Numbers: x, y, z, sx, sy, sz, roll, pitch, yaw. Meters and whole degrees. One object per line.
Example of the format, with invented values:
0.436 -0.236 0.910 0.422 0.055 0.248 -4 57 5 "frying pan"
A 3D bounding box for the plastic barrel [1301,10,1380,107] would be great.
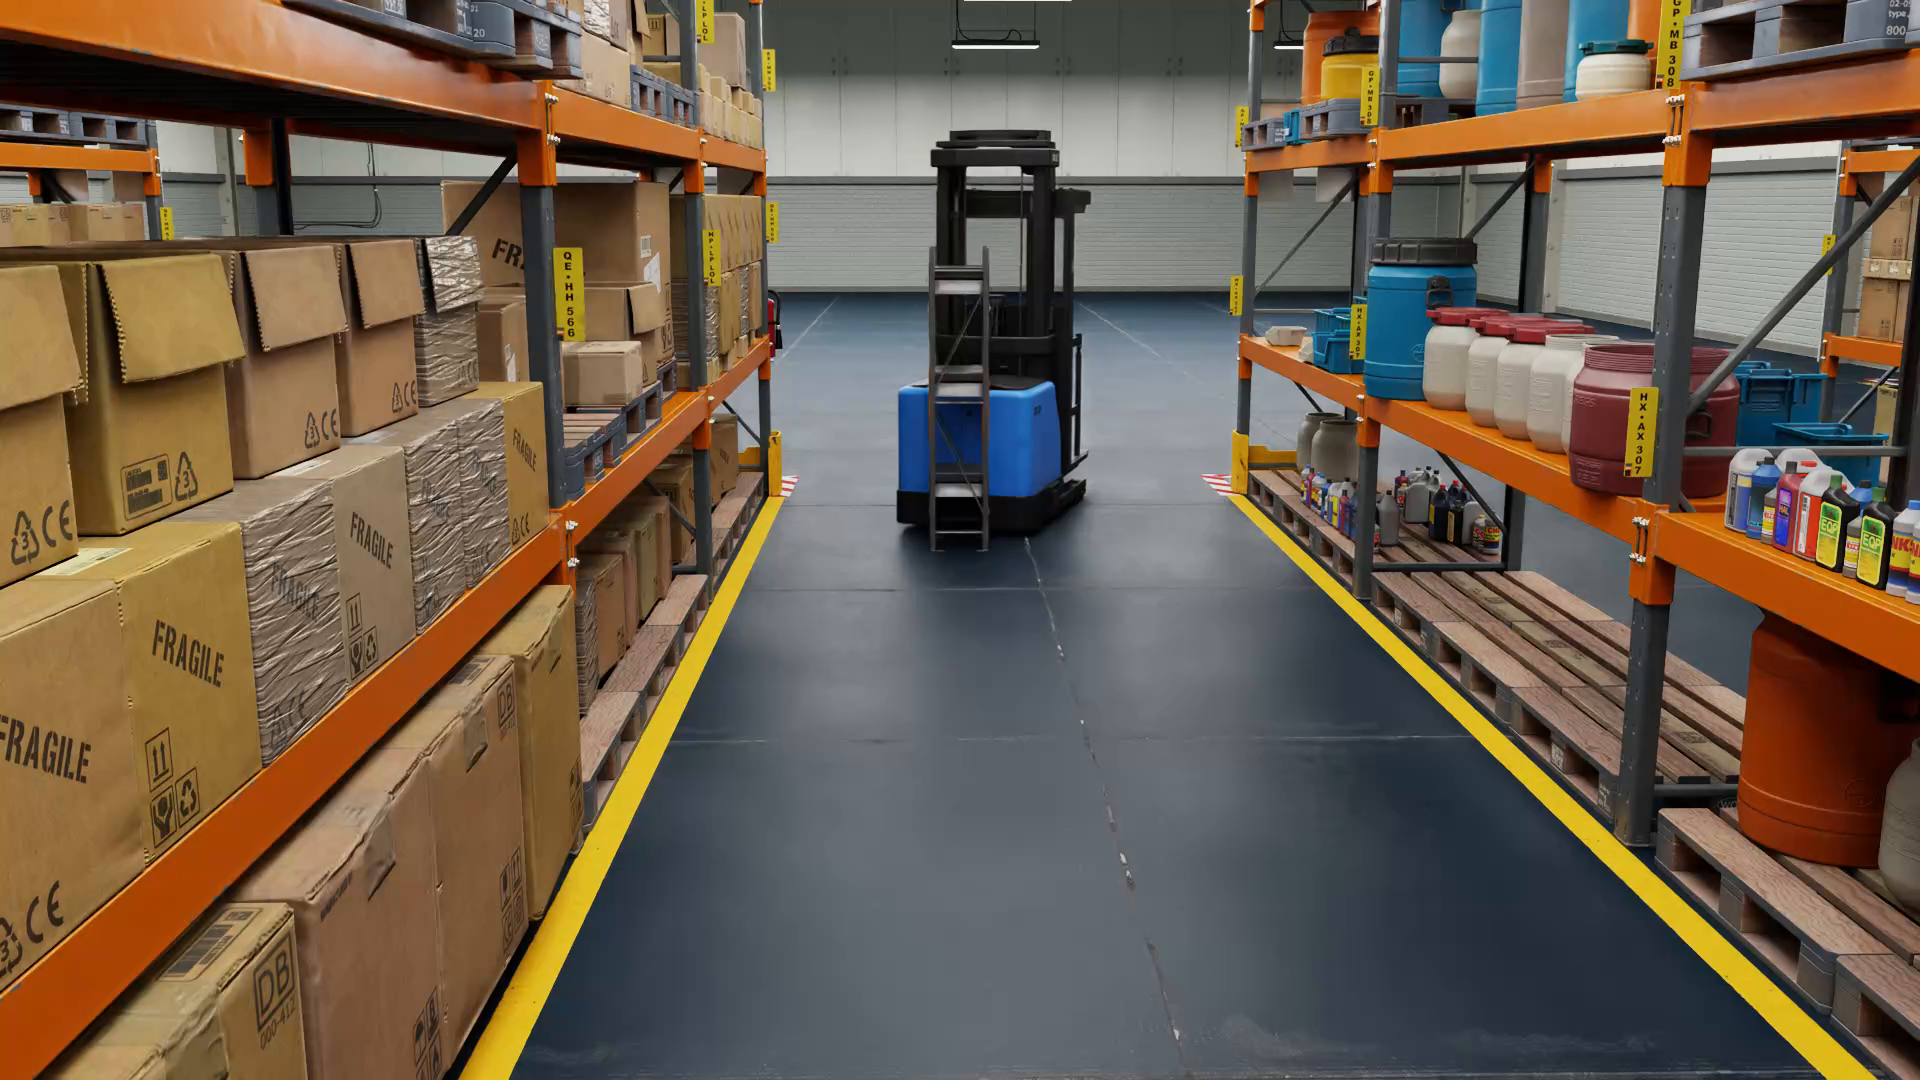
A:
2.992 -3.695 13.047 0.600 0.830 0.708 0 11 -1 "plastic barrel"

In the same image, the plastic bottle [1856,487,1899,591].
2.678 -0.005 4.834 0.061 0.283 0.133 0 11 -1 "plastic bottle"

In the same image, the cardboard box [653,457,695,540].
-2.002 -0.263 11.044 0.500 0.500 0.500 4 12 17 "cardboard box"

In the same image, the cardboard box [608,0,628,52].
-1.708 -2.353 7.062 0.500 0.500 0.500 -1 11 -3 "cardboard box"

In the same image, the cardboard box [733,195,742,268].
-1.812 -2.163 11.660 0.500 0.500 0.500 0 11 -1 "cardboard box"

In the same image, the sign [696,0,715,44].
-1.459 -3.009 9.510 0.100 0.325 0.005 0 11 -1 "sign"

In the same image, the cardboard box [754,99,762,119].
-1.779 -3.422 13.214 0.380 0.149 0.250 0 11 -1 "cardboard box"

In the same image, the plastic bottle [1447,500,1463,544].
3.229 -0.123 10.845 0.061 0.283 0.133 0 11 -1 "plastic bottle"

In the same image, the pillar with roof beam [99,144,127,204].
-14.045 -9.409 35.804 9.100 9.000 0.548 0 11 -1 "pillar with roof beam"

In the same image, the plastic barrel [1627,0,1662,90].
3.207 -2.289 7.174 0.600 0.830 0.708 0 11 -1 "plastic barrel"

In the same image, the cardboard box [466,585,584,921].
-1.938 0.679 5.457 1.225 0.875 0.875 -1 11 -4 "cardboard box"

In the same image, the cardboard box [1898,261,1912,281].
7.613 -2.110 13.034 0.380 0.149 0.250 0 11 -1 "cardboard box"

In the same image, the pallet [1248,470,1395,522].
2.915 -0.362 13.311 1.003 0.211 1.213 0 11 -1 "pallet"

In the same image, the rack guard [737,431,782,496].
-2.095 -0.644 13.977 1.175 0.500 0.348 0 11 -1 "rack guard"

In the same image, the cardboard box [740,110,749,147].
-1.817 -2.985 12.061 0.500 0.250 0.500 0 11 0 "cardboard box"

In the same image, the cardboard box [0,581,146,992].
-1.608 0.360 2.491 0.500 0.500 0.500 0 11 -1 "cardboard box"

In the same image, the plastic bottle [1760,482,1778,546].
2.684 -0.087 5.444 0.097 0.201 0.097 0 11 0 "plastic bottle"

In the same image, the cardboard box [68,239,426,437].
-1.922 -0.560 4.499 0.797 0.503 0.637 0 11 0 "cardboard box"

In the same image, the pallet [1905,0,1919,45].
2.963 -1.278 3.743 1.003 0.211 1.213 0 11 -1 "pallet"

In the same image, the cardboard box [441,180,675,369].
-2.137 -1.431 9.001 1.000 1.000 1.000 0 11 -1 "cardboard box"

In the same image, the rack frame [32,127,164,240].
-7.058 -1.884 13.802 1.000 3.000 0.127 0 11 -1 "rack frame"

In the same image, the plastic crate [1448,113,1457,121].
3.178 -2.791 11.258 0.336 0.188 0.450 0 11 -1 "plastic crate"

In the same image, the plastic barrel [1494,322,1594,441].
2.763 -0.753 7.886 0.433 0.535 0.433 0 11 0 "plastic barrel"

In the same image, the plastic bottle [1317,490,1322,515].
2.593 -0.280 11.824 0.097 0.201 0.097 0 11 0 "plastic bottle"

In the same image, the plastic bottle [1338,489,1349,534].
2.588 -0.191 11.182 0.061 0.283 0.133 1 11 3 "plastic bottle"

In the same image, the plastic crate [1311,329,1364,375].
2.644 -1.256 11.078 0.499 0.251 0.616 0 11 -1 "plastic crate"

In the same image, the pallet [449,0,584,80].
-1.865 -1.544 5.055 1.213 0.211 1.003 0 11 1 "pallet"

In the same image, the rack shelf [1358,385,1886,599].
2.979 -0.359 8.096 1.077 0.370 4.000 0 11 -1 "rack shelf"

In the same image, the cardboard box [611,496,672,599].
-2.023 0.042 9.486 0.700 0.500 0.500 -1 12 -6 "cardboard box"

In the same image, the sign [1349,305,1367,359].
2.388 -1.245 9.956 0.100 0.325 0.005 0 11 -1 "sign"

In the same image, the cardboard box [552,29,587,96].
-1.686 -1.785 6.147 0.500 0.250 0.500 0 11 0 "cardboard box"

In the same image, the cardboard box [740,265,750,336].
-2.015 -1.771 12.246 0.875 0.500 0.500 0 11 -1 "cardboard box"

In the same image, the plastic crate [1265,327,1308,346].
2.552 -1.596 13.046 0.298 0.136 0.250 0 11 -1 "plastic crate"

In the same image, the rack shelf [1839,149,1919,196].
7.849 -2.644 11.814 1.077 0.370 4.000 0 11 -1 "rack shelf"

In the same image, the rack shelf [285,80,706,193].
-1.973 -1.809 7.697 1.077 0.370 4.000 0 11 -1 "rack shelf"

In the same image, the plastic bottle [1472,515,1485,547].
3.366 -0.059 10.739 0.097 0.201 0.097 0 11 0 "plastic bottle"

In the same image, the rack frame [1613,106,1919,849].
3.021 -0.314 6.065 1.000 3.000 0.127 0 11 -1 "rack frame"

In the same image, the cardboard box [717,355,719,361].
-1.743 -1.109 10.615 0.380 0.149 0.250 0 11 -1 "cardboard box"

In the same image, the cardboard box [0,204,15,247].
-6.949 -1.982 11.191 0.875 0.550 0.550 0 11 -1 "cardboard box"

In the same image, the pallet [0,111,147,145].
-7.032 -3.163 12.785 1.003 0.211 1.213 0 11 -1 "pallet"

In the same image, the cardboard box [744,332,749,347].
-1.833 -1.556 12.819 0.380 0.149 0.250 0 11 -1 "cardboard box"

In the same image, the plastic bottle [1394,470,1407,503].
3.203 -0.375 12.089 0.061 0.283 0.133 0 11 -1 "plastic bottle"

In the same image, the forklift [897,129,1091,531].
0.417 -1.753 13.330 1.130 2.935 3.031 3 12 15 "forklift"

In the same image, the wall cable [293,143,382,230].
-17.212 -9.653 44.818 3.097 2.526 0.112 0 11 -1 "wall cable"

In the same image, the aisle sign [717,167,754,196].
-1.798 -3.172 13.611 0.394 0.787 0.004 0 11 -1 "aisle sign"

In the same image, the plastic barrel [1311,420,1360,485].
2.956 -0.661 12.974 0.421 0.512 0.421 0 11 0 "plastic barrel"

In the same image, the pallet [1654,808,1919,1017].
3.079 1.209 5.570 1.003 0.211 1.213 0 11 -1 "pallet"

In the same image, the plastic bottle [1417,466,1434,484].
3.320 -0.348 11.787 0.144 0.351 0.185 0 11 1 "plastic bottle"

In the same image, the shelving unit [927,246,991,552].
-0.005 -0.993 11.674 0.431 2.100 0.503 0 11 0 "shelving unit"

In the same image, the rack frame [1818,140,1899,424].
7.808 -1.924 14.000 1.000 3.000 0.127 0 11 -1 "rack frame"

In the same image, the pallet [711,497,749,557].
-2.091 -0.099 12.017 1.003 0.211 1.213 0 11 -1 "pallet"

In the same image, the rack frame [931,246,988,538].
-0.004 -1.042 11.913 0.400 2.100 0.015 0 11 0 "rack frame"

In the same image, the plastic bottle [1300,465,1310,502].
2.581 -0.422 12.348 0.097 0.271 0.097 0 11 0 "plastic bottle"

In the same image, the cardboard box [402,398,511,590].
-1.669 -0.147 4.987 0.500 0.500 0.500 0 11 -2 "cardboard box"

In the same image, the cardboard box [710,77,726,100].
-1.737 -2.956 10.913 0.380 0.149 0.250 0 11 -2 "cardboard box"
